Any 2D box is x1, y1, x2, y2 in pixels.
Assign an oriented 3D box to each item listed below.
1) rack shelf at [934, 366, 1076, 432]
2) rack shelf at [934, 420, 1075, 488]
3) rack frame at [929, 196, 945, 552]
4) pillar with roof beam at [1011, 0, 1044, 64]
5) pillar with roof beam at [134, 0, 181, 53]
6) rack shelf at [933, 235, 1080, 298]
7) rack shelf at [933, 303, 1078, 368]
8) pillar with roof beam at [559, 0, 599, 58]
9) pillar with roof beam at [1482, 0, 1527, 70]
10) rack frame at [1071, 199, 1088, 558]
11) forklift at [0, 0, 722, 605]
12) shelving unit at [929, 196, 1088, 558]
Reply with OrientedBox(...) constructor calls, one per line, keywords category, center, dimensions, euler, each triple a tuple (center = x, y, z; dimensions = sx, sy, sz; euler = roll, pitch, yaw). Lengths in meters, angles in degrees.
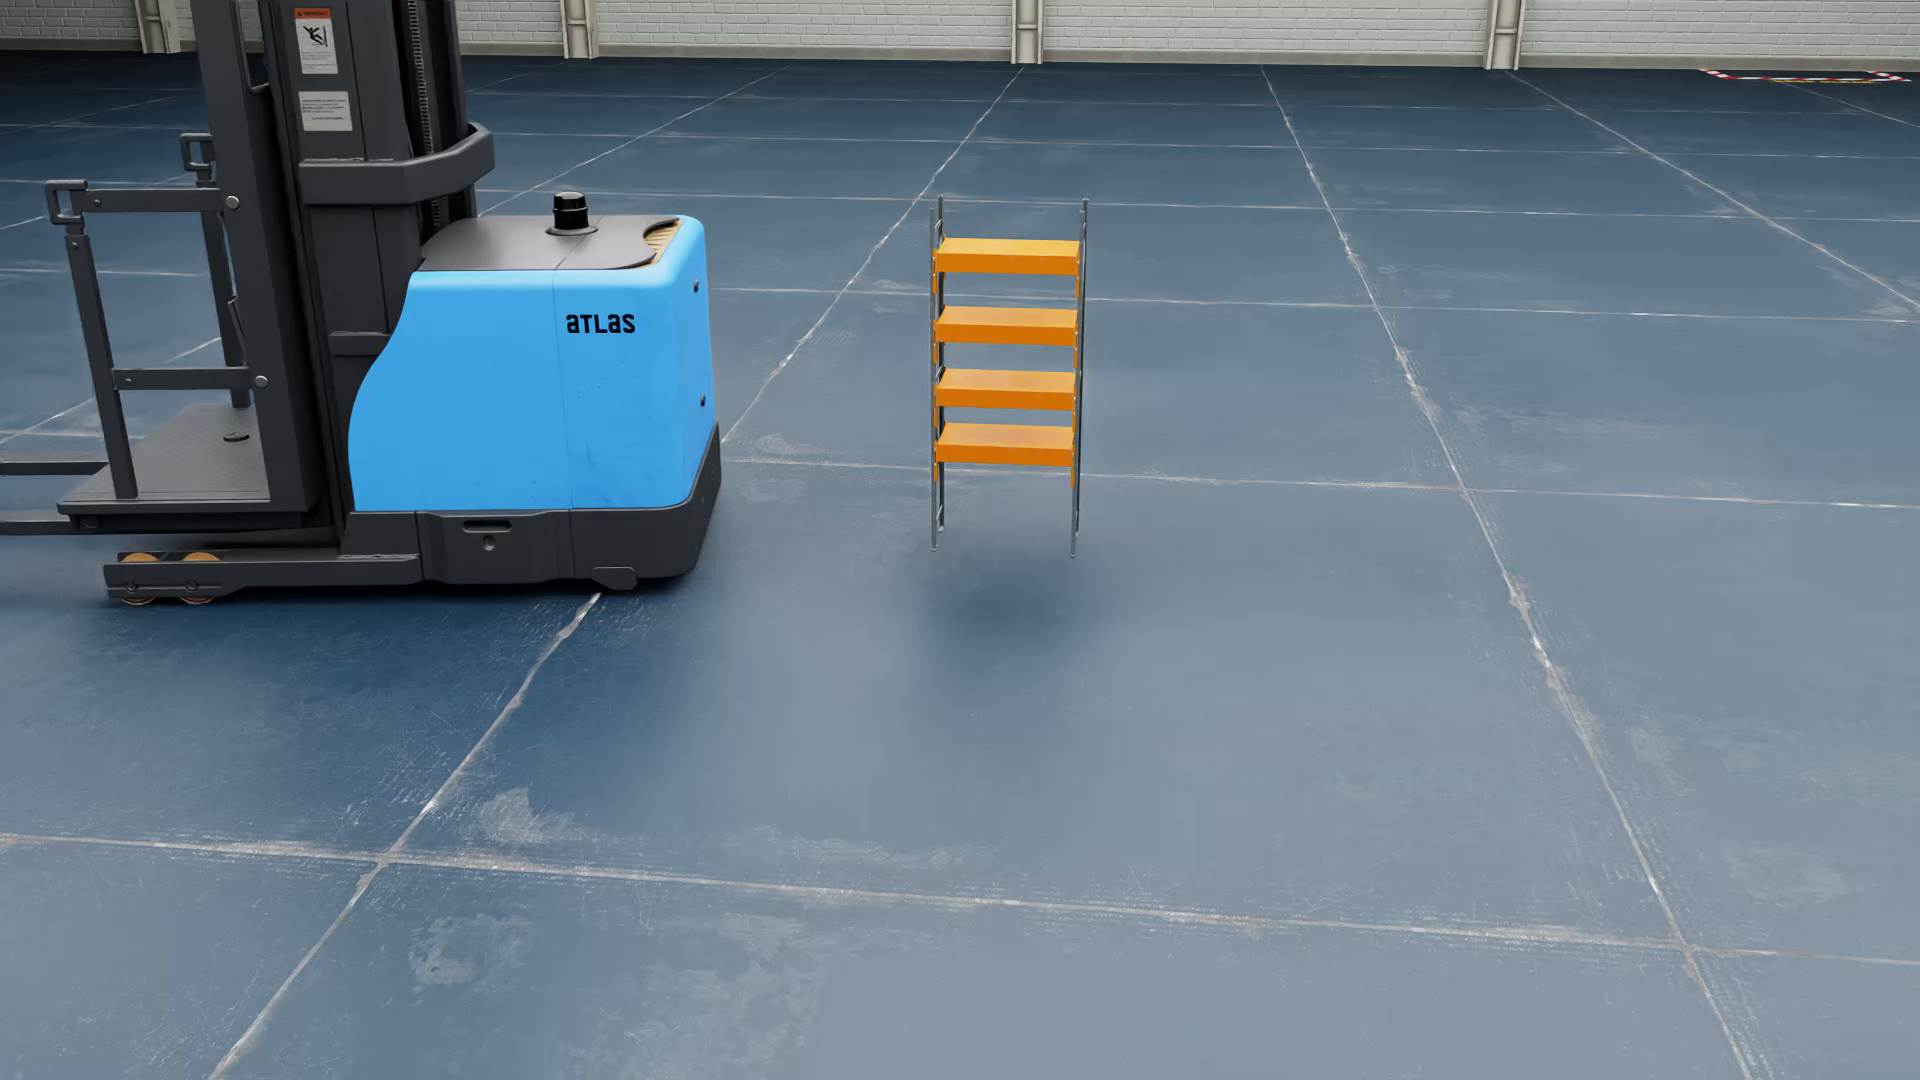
OrientedBox(category="rack shelf", center=(0.164, -0.488, 5.726), dimensions=(0.480, 0.148, 0.258), euler=(2, 22, 6))
OrientedBox(category="rack shelf", center=(0.164, -0.304, 5.799), dimensions=(0.480, 0.148, 0.258), euler=(2, 22, 6))
OrientedBox(category="rack frame", center=(-0.078, -0.561, 5.728), dimensions=(0.015, 1.200, 0.240), euler=(2, 22, 6))
OrientedBox(category="pillar with roof beam", center=(0.371, -8.848, 16.081), dimensions=(0.400, 9.000, 9.100), euler=(2, 22, 6))
OrientedBox(category="pillar with roof beam", center=(-11.546, -9.367, 17.394), dimensions=(0.400, 9.000, 9.100), euler=(2, 22, 6))
OrientedBox(category="rack shelf", center=(0.164, -0.916, 5.557), dimensions=(0.480, 0.148, 0.258), euler=(2, 22, 6))
OrientedBox(category="rack shelf", center=(0.164, -0.696, 5.644), dimensions=(0.480, 0.148, 0.258), euler=(2, 22, 6))
OrientedBox(category="pillar with roof beam", center=(-5.588, -9.108, 16.738), dimensions=(0.400, 9.000, 9.100), euler=(2, 22, 6))
OrientedBox(category="pillar with roof beam", center=(6.329, -8.589, 15.424), dimensions=(0.400, 9.000, 9.100), euler=(2, 22, 6))
OrientedBox(category="rack frame", center=(0.407, -0.540, 5.674), dimensions=(0.015, 1.200, 0.240), euler=(2, 22, 6))
OrientedBox(category="forklift", center=(-2.405, -1.349, 5.364), dimensions=(3.031, 2.935, 1.130), euler=(-1, 22, -2))
OrientedBox(category="shelving unit", center=(0.164, -0.551, 5.701), dimensions=(0.503, 1.200, 0.258), euler=(2, 22, 6))
